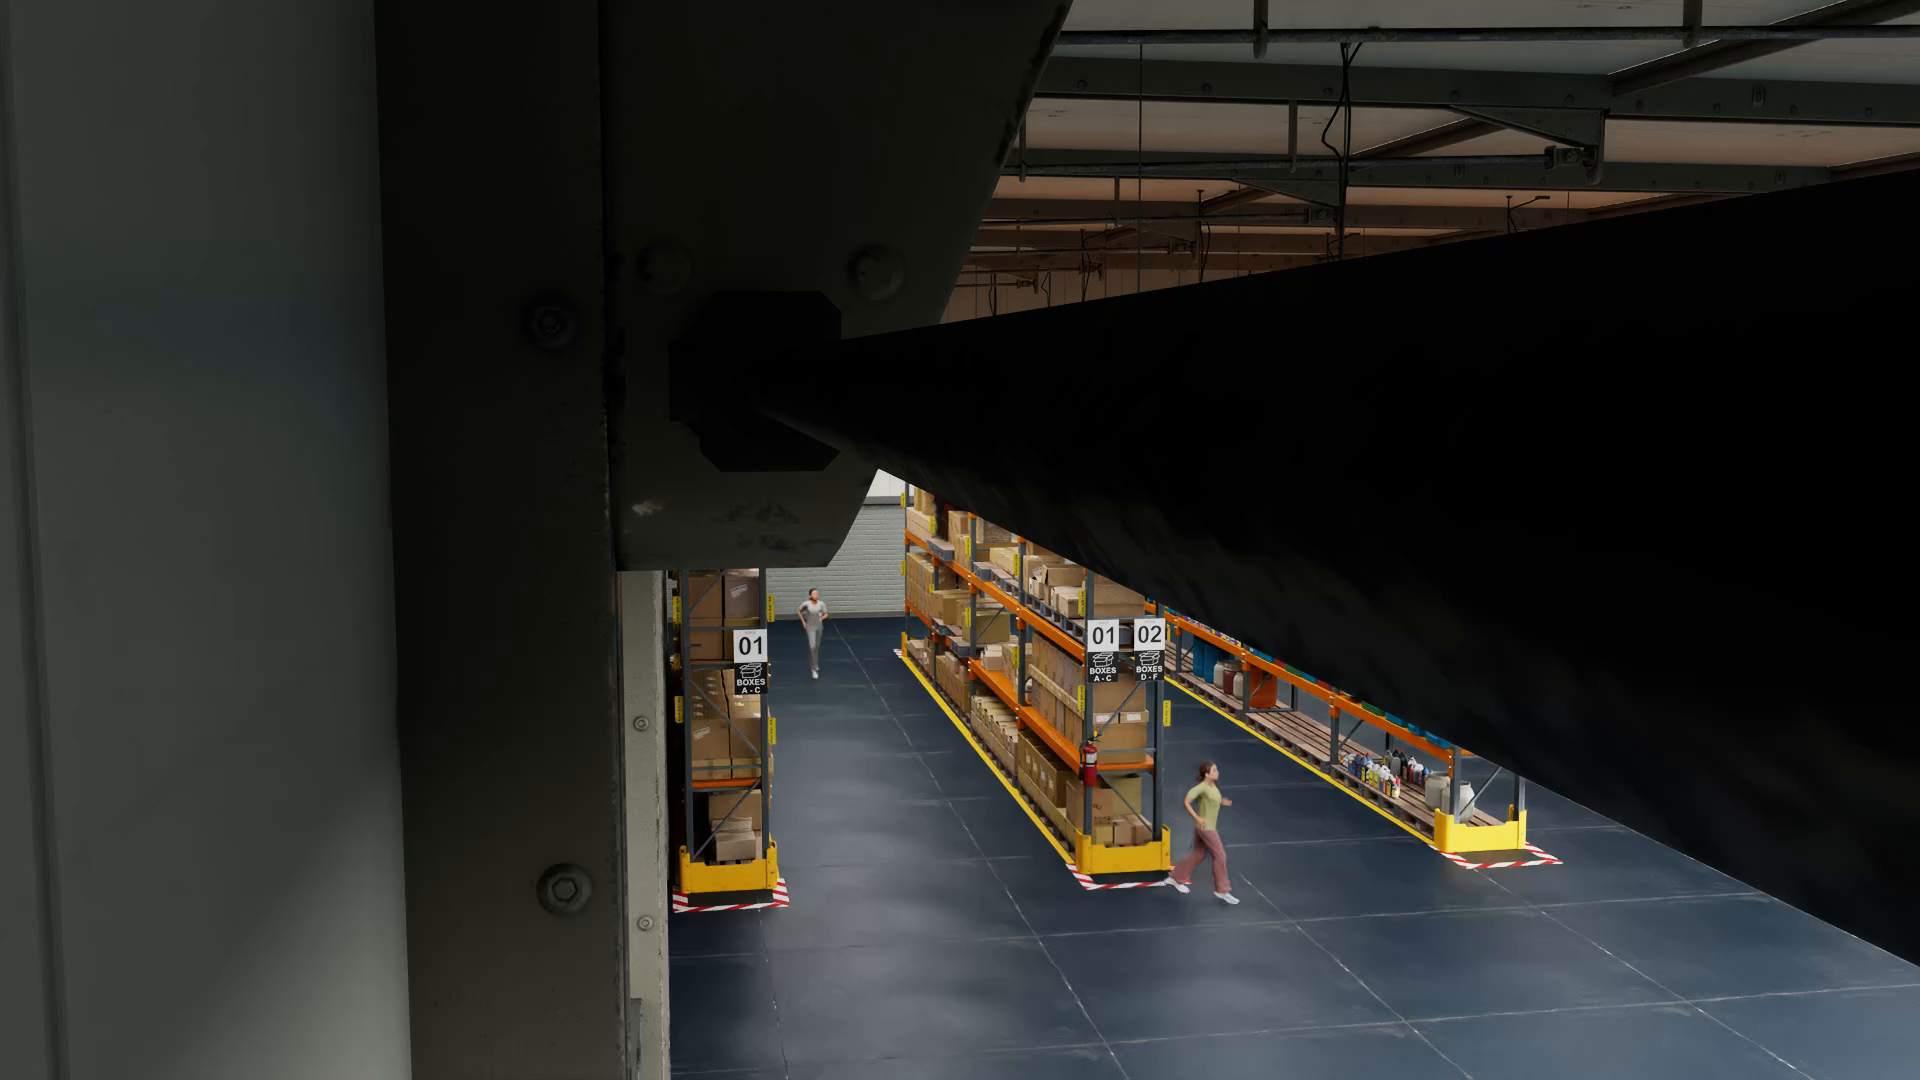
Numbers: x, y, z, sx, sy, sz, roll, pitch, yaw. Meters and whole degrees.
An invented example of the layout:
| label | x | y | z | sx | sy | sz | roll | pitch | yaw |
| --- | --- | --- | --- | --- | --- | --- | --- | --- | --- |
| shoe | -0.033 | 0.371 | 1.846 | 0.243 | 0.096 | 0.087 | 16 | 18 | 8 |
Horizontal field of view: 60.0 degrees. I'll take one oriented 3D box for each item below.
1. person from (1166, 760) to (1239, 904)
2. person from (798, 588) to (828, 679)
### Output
| label | x | y | z | sx | sy | sz | roll | pitch | yaw |
| --- | --- | --- | --- | --- | --- | --- | --- | --- | --- |
| person | 2.901 | 3.448 | 19.792 | 0.880 | 1.700 | 0.555 | 1 | 6 | 13 |
| person | -2.880 | 1.813 | 32.785 | 0.565 | 1.756 | 0.674 | -3 | 6 | -23 |
